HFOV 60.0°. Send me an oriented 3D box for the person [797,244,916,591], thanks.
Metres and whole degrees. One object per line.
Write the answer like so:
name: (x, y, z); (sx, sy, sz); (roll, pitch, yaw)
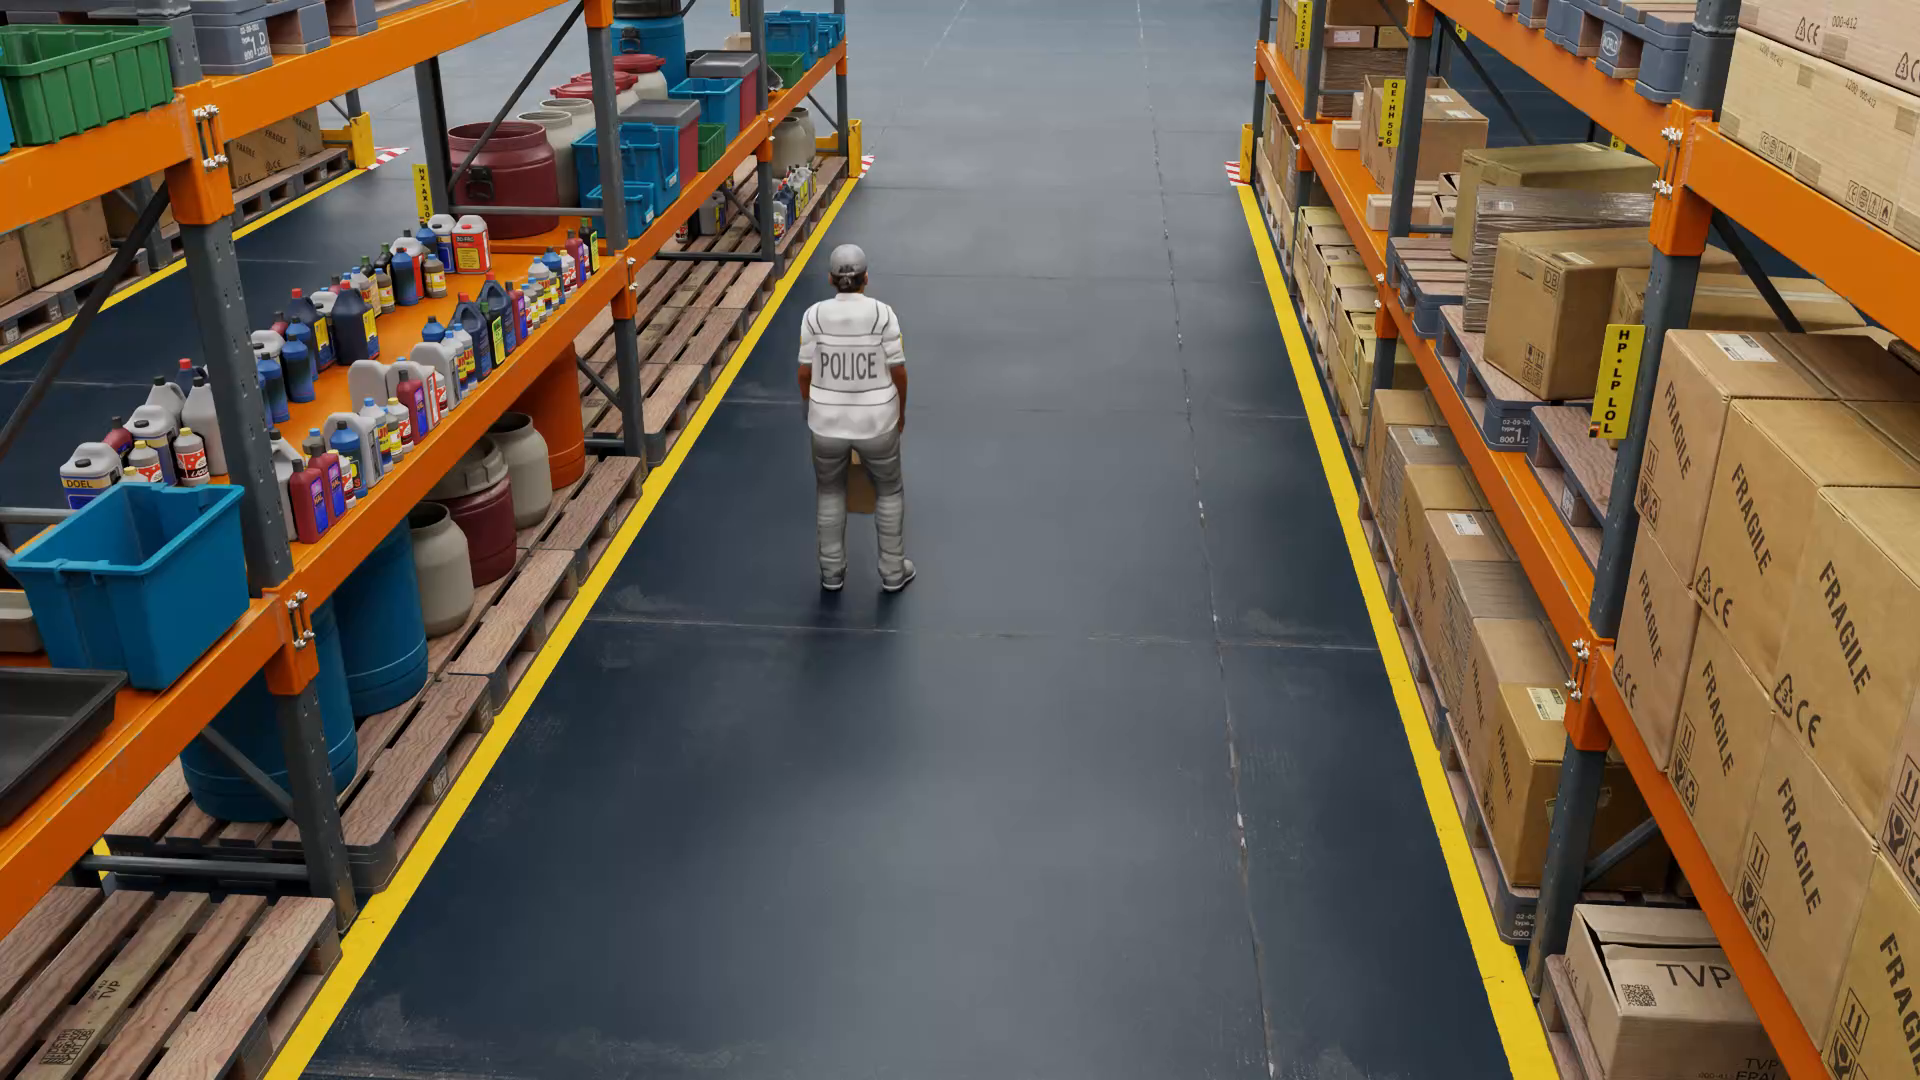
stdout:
person: (-0.484, -0.551, 7.793); (0.528, 1.669, 0.443); (1, 25, 3)
